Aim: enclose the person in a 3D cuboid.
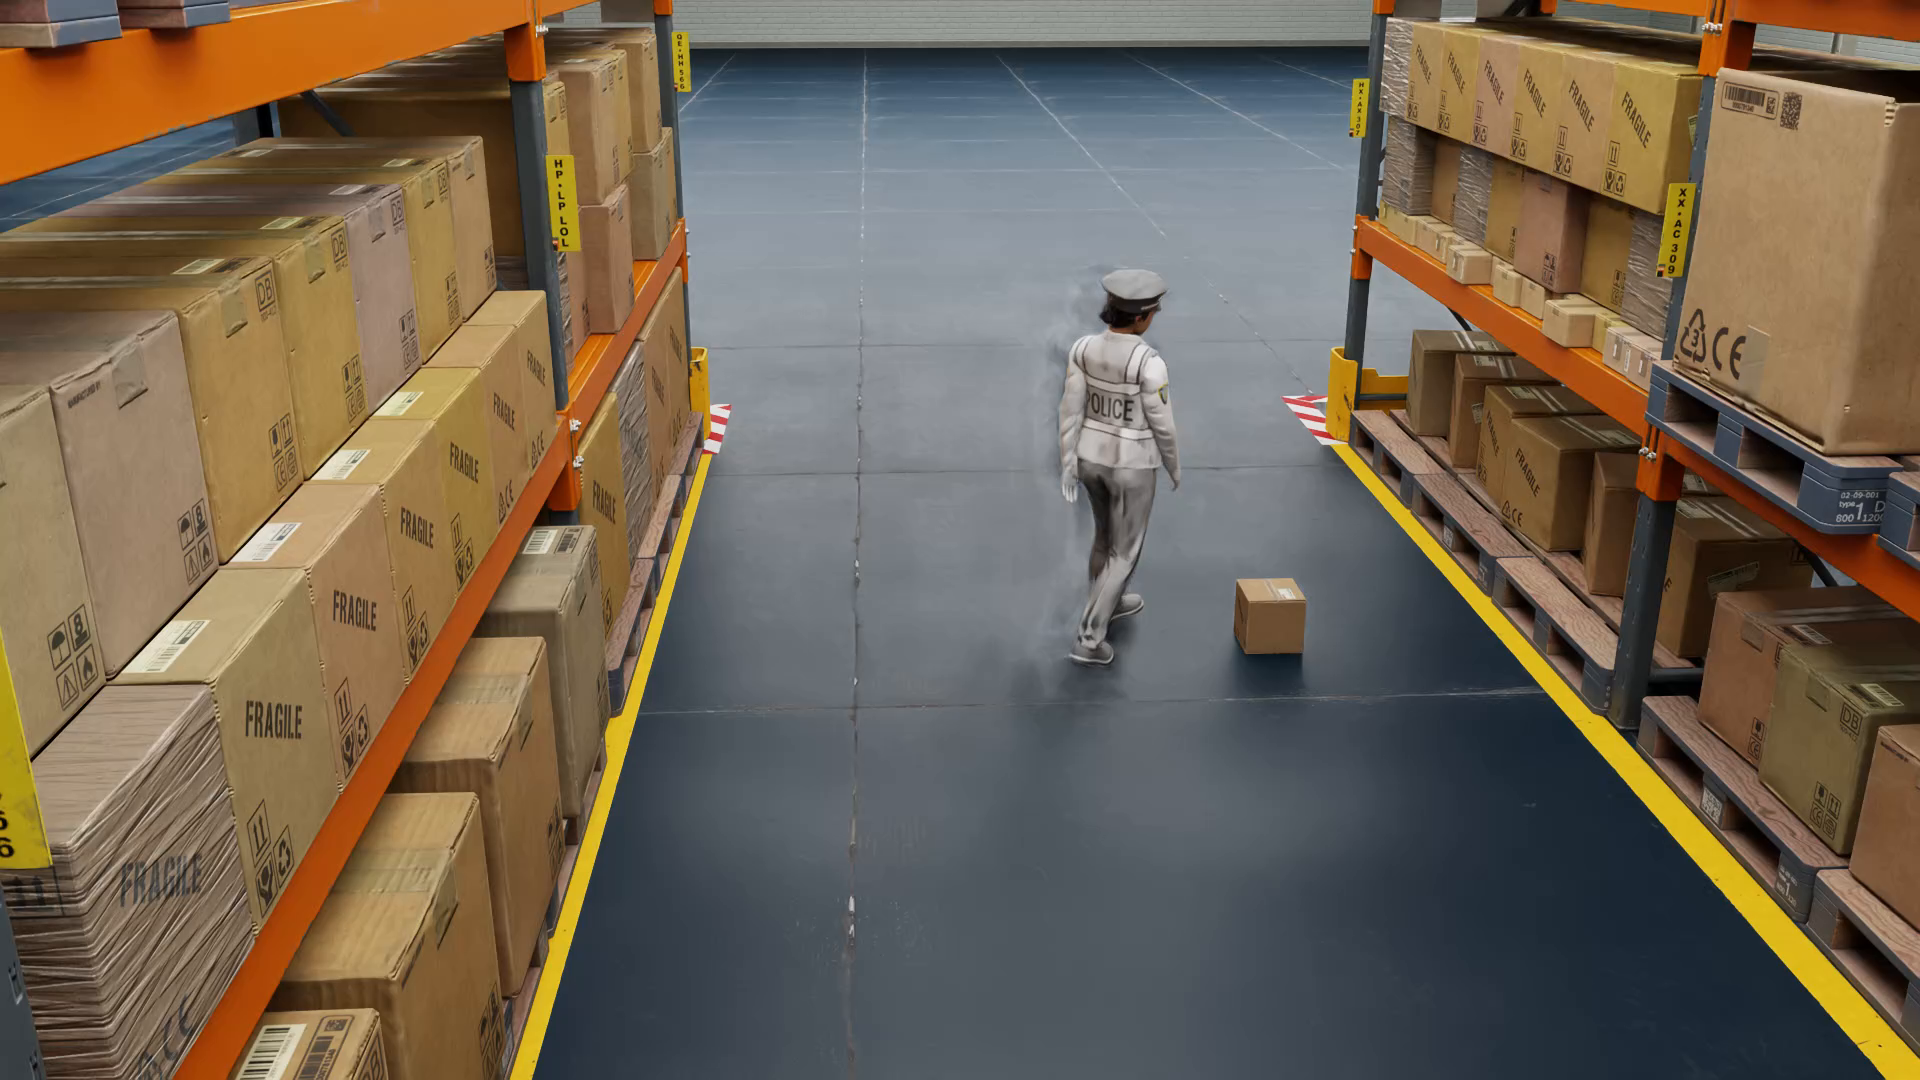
[{"bbox_3d":[0.665,-0.308,6.882,0.495,1.620,0.816,18,27,39],"label":"person"}]
